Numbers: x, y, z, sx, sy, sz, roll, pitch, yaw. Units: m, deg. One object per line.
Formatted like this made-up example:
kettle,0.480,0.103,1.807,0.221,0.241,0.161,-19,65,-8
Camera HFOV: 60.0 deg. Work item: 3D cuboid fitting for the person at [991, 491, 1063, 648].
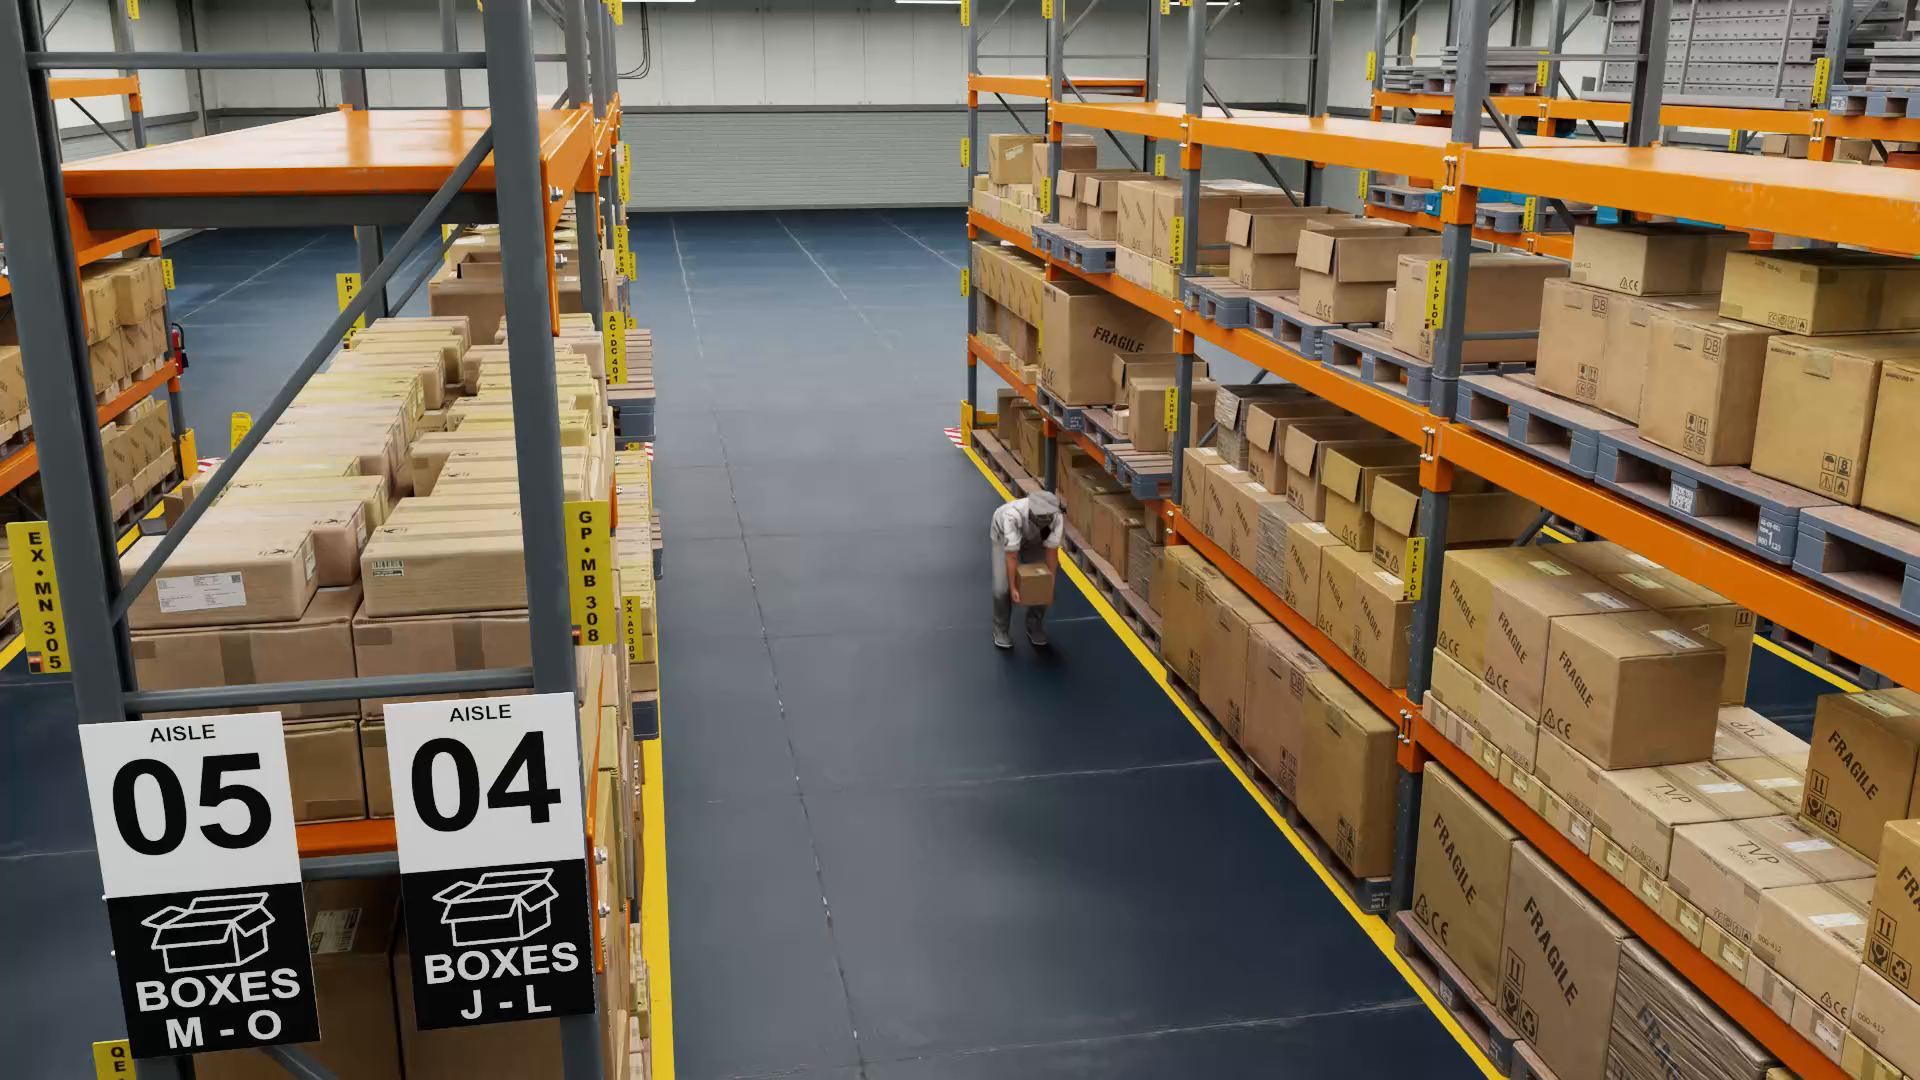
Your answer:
person,0.526,0.215,12.974,0.492,1.372,0.973,-4,17,-12
